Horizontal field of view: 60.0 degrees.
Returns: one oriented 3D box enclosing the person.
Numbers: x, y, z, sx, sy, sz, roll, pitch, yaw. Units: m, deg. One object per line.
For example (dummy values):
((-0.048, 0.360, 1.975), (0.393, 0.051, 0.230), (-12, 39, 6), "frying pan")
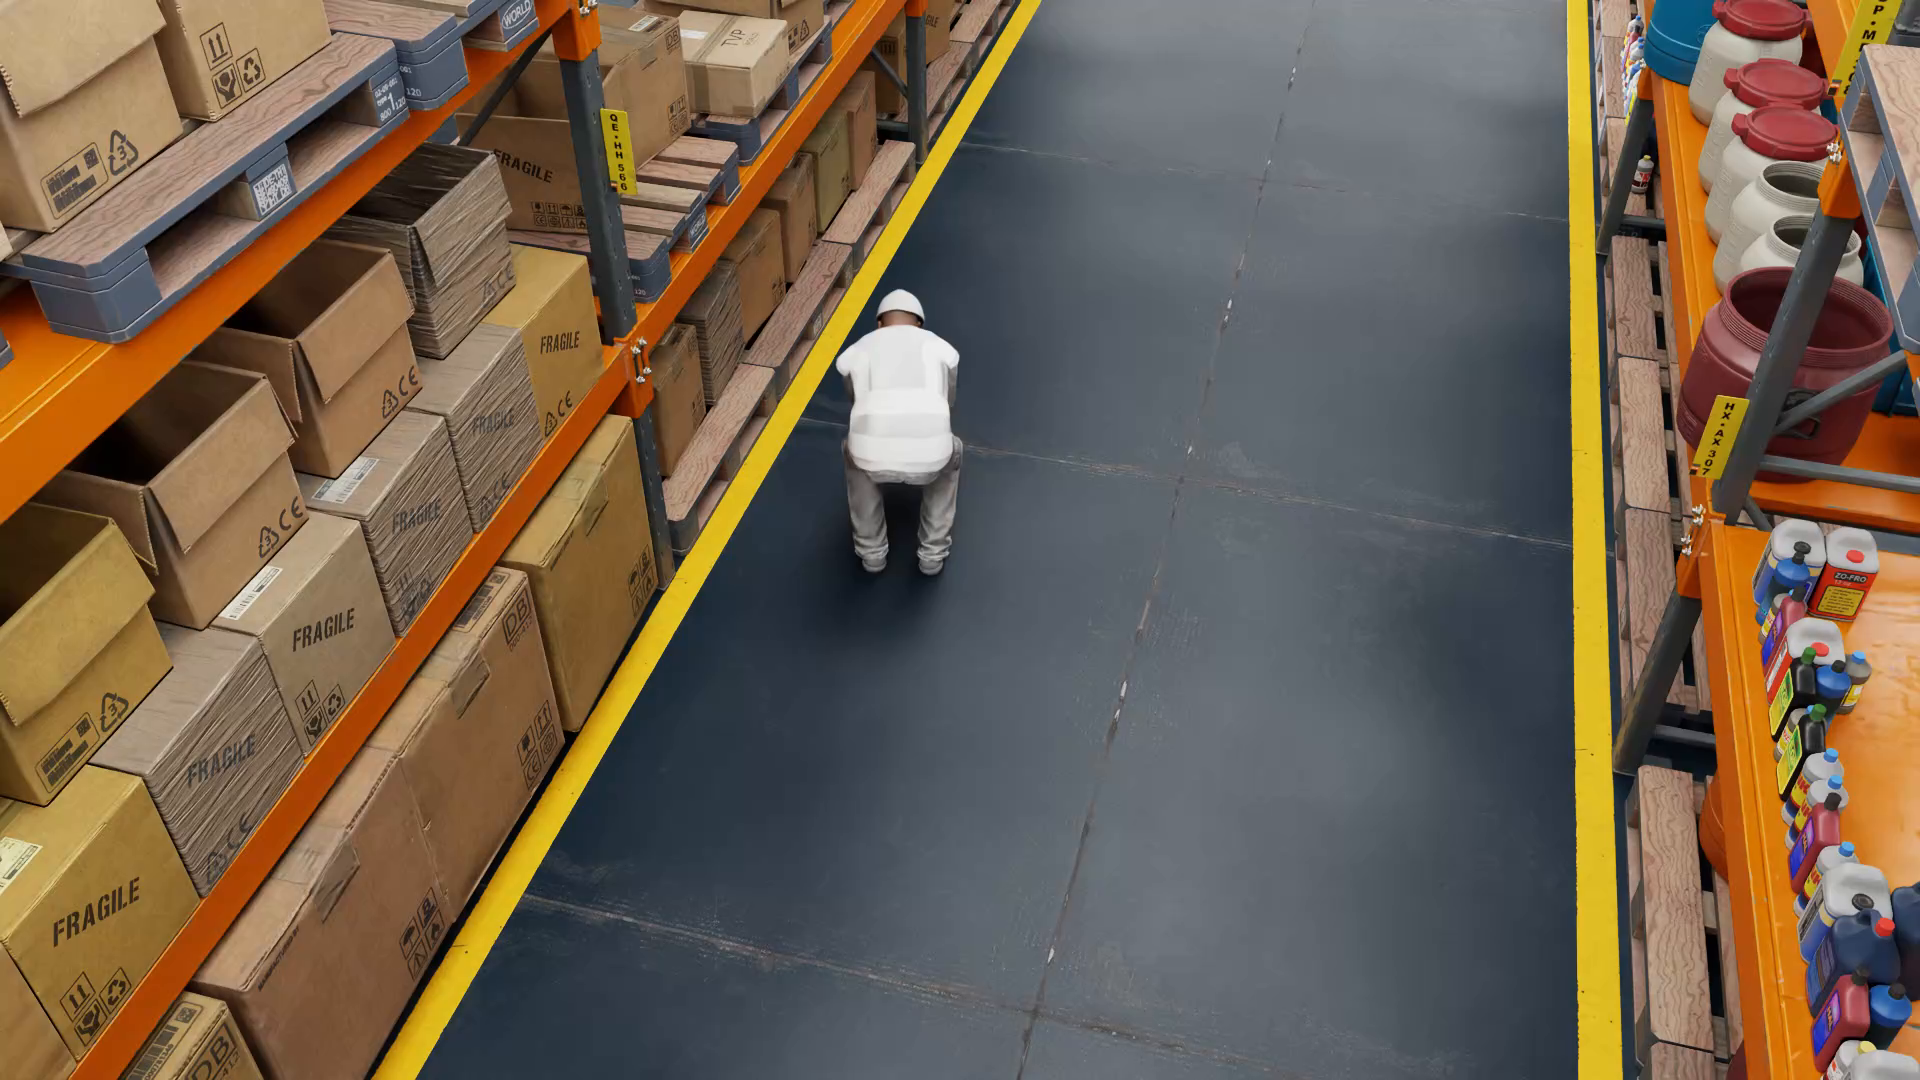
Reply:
((-0.257, -0.433, 7.233), (0.539, 1.019, 0.977), (0, 41, 1), "person")
